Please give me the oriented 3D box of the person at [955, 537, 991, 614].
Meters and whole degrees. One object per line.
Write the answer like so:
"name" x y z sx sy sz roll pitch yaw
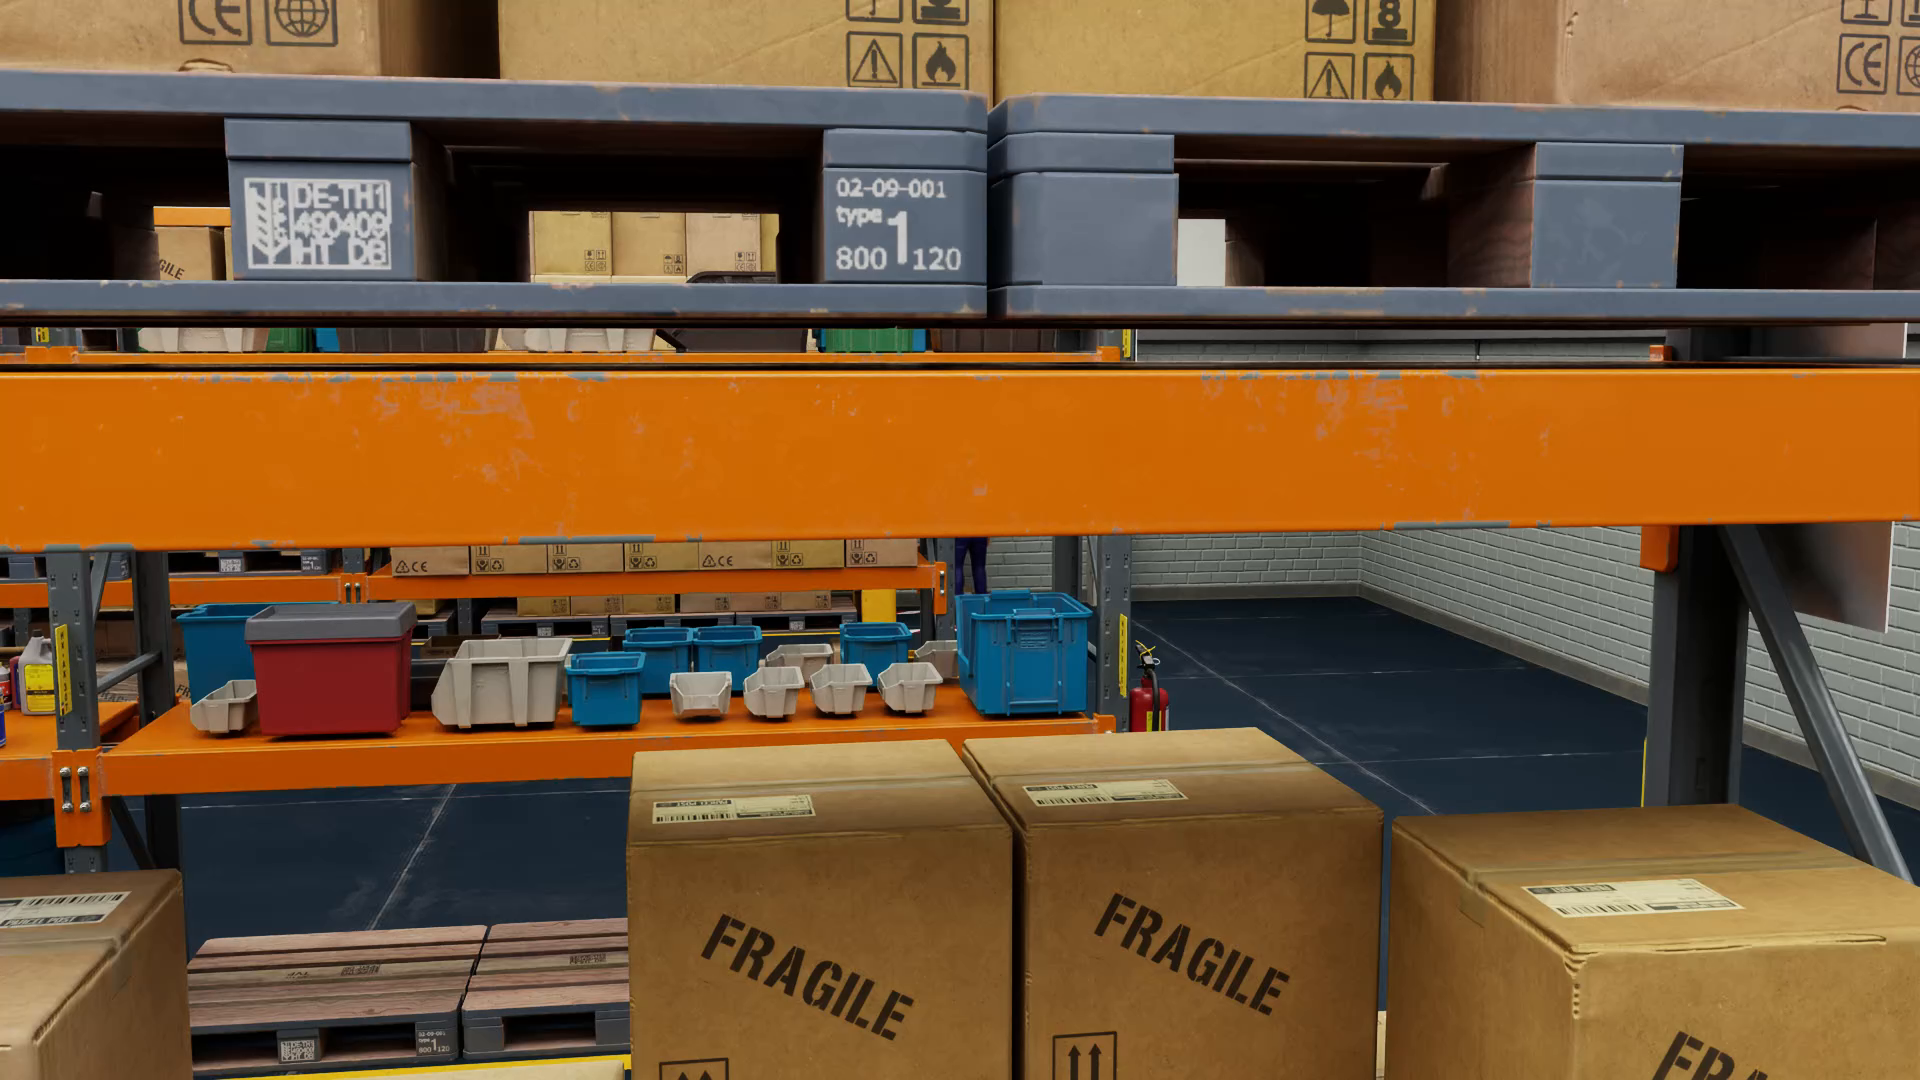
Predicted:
"person" 0.056 -0.040 17.627 0.514 1.632 0.399 -2 7 -20
